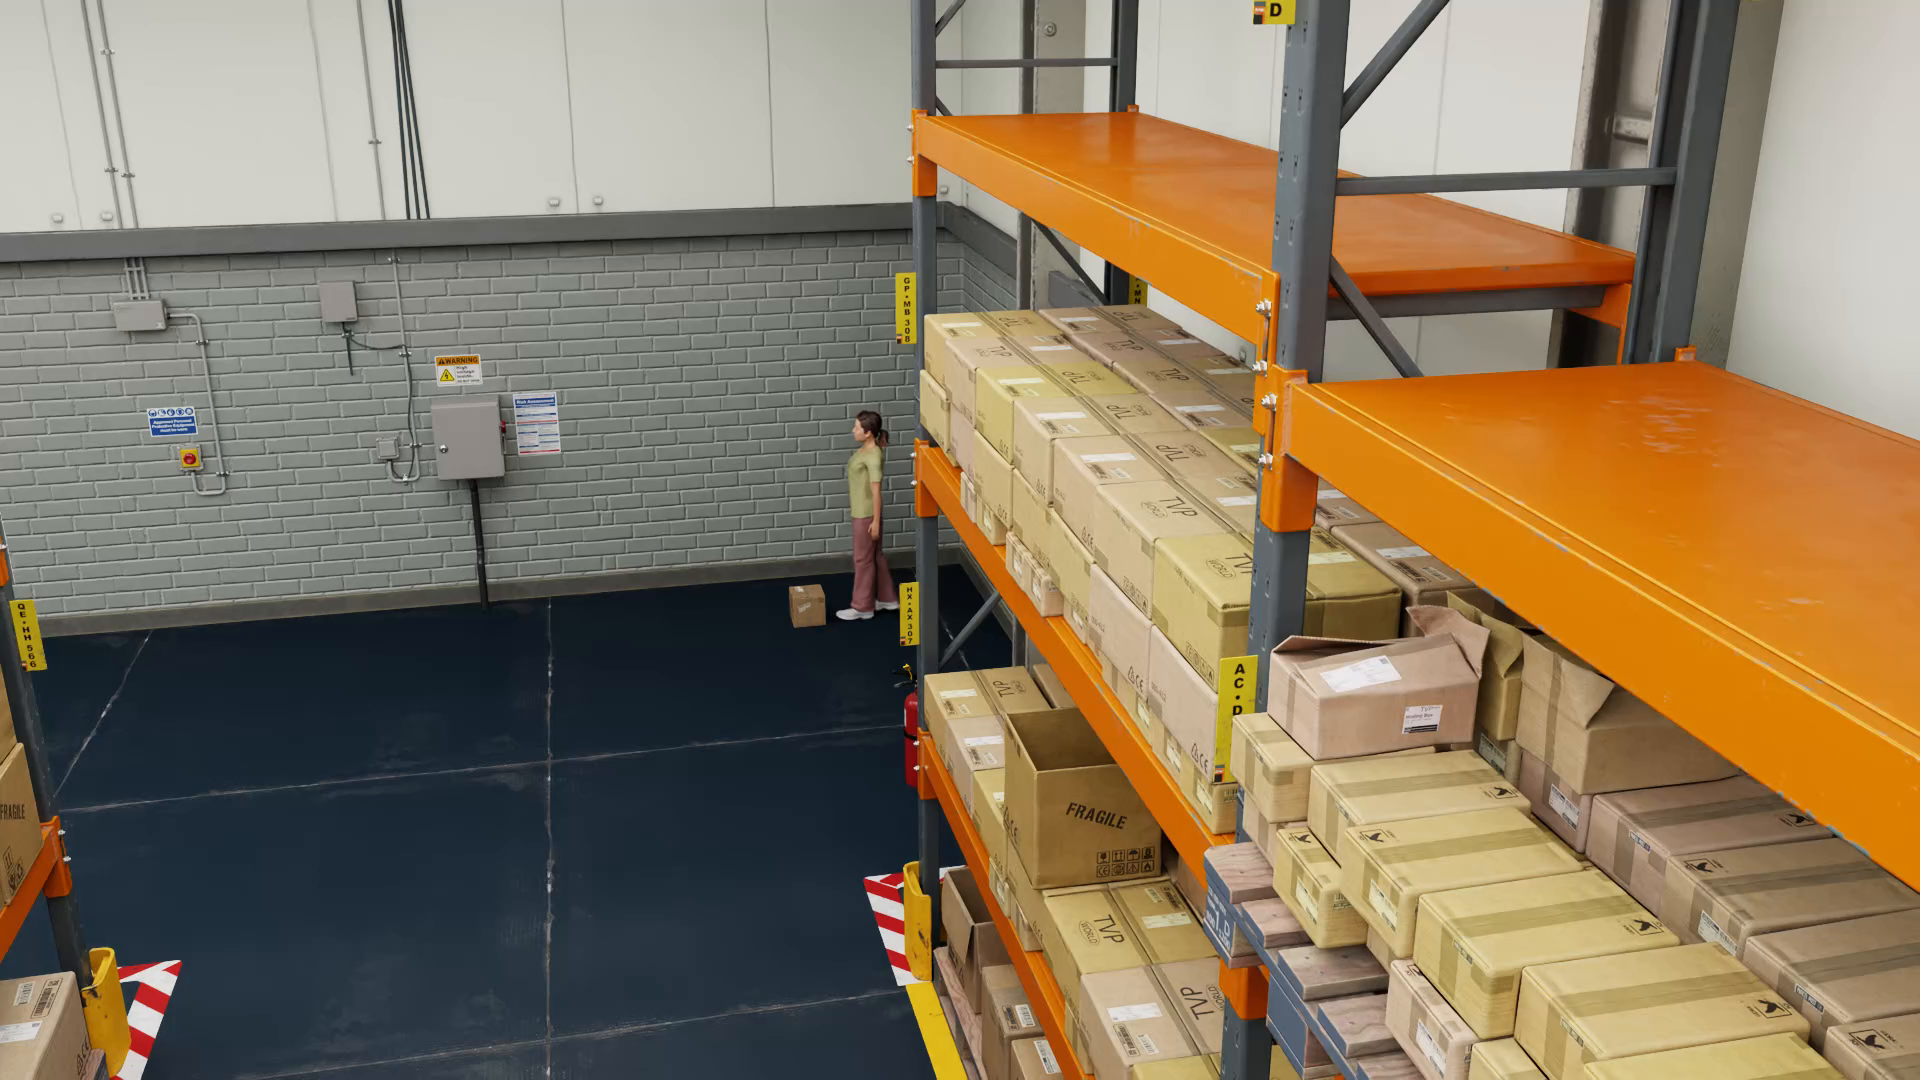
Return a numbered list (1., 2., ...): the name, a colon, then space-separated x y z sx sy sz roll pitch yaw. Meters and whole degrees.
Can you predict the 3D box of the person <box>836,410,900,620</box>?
1. person: -0.729 -0.199 12.888 0.505 1.673 0.462 -1 20 -3
